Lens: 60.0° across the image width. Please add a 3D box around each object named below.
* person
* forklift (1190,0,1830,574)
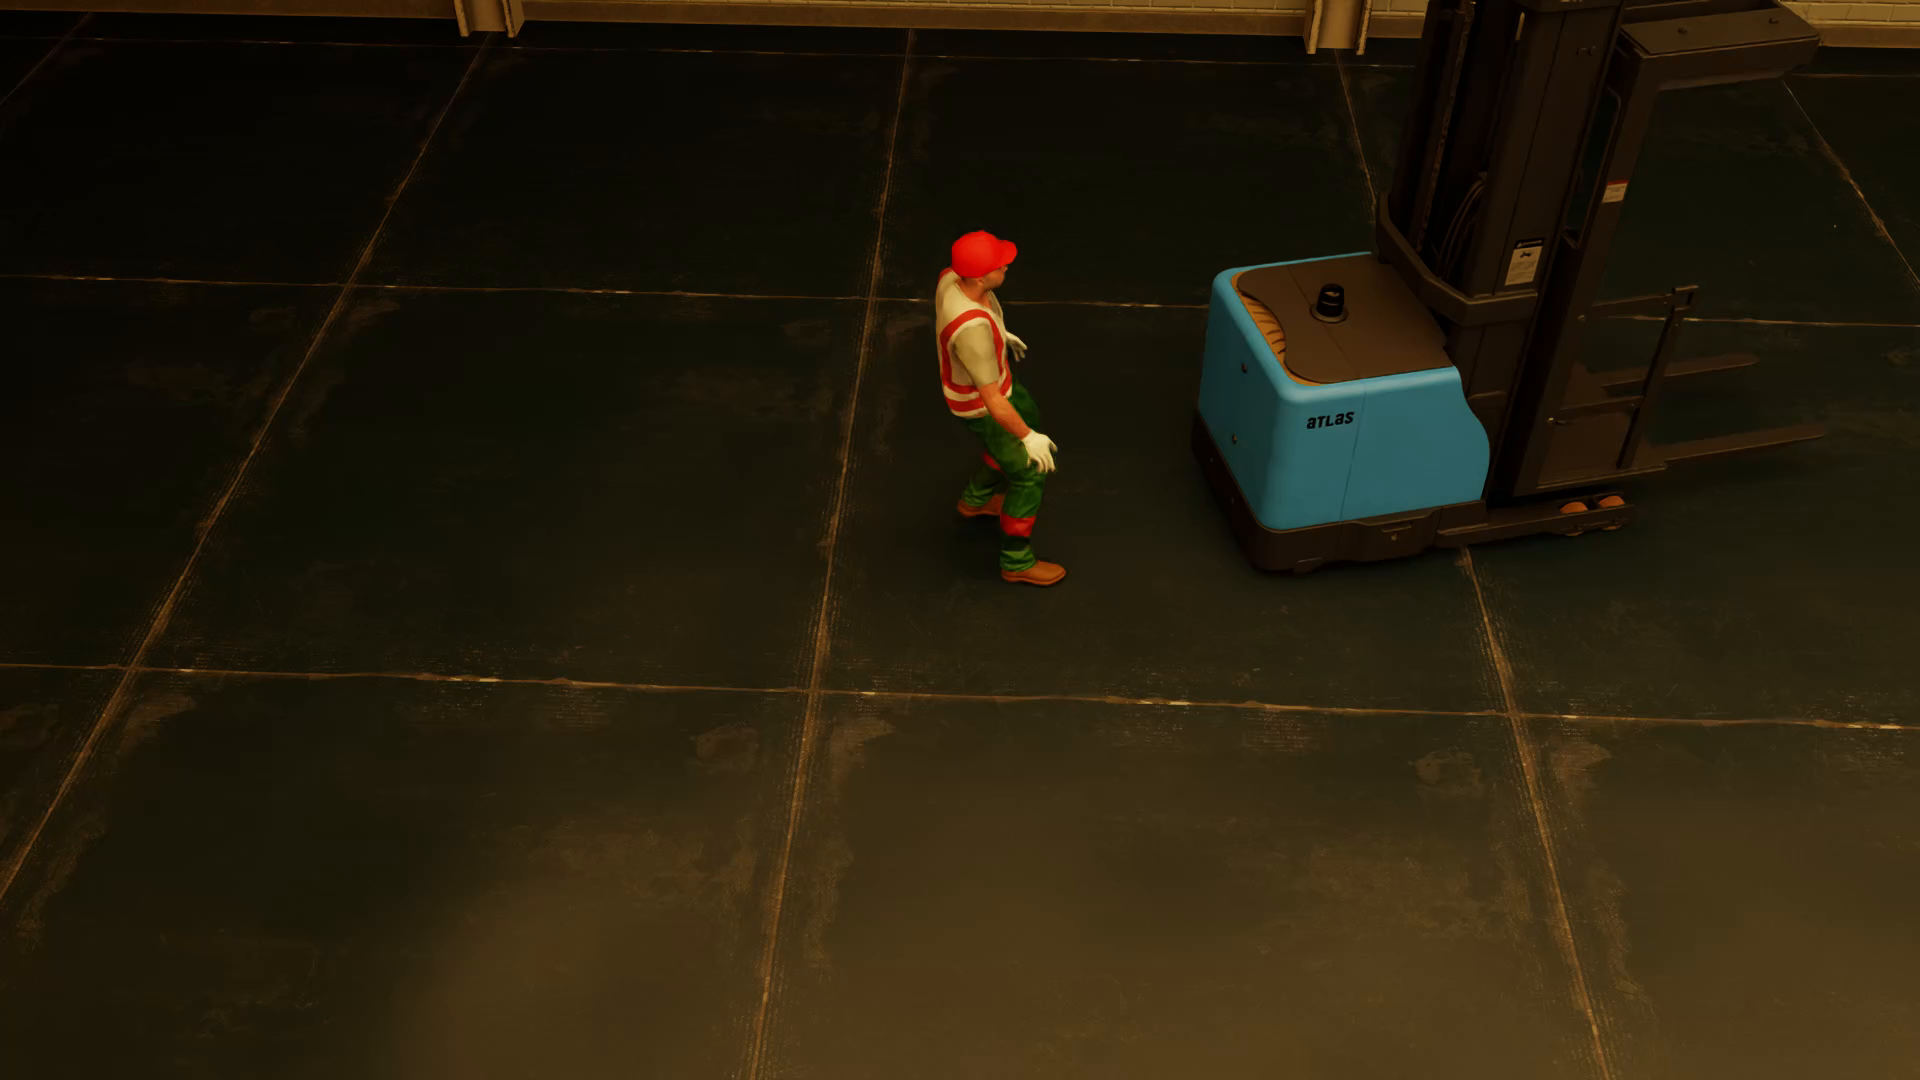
[{"bbox_3d":[0.182,-0.632,7.354,0.561,1.699,0.811,-4,43,-4],"label":"person"},{"bbox_3d":[2.726,-1.442,7.322,3.031,2.935,1.130,-9,43,-9],"label":"forklift"}]
